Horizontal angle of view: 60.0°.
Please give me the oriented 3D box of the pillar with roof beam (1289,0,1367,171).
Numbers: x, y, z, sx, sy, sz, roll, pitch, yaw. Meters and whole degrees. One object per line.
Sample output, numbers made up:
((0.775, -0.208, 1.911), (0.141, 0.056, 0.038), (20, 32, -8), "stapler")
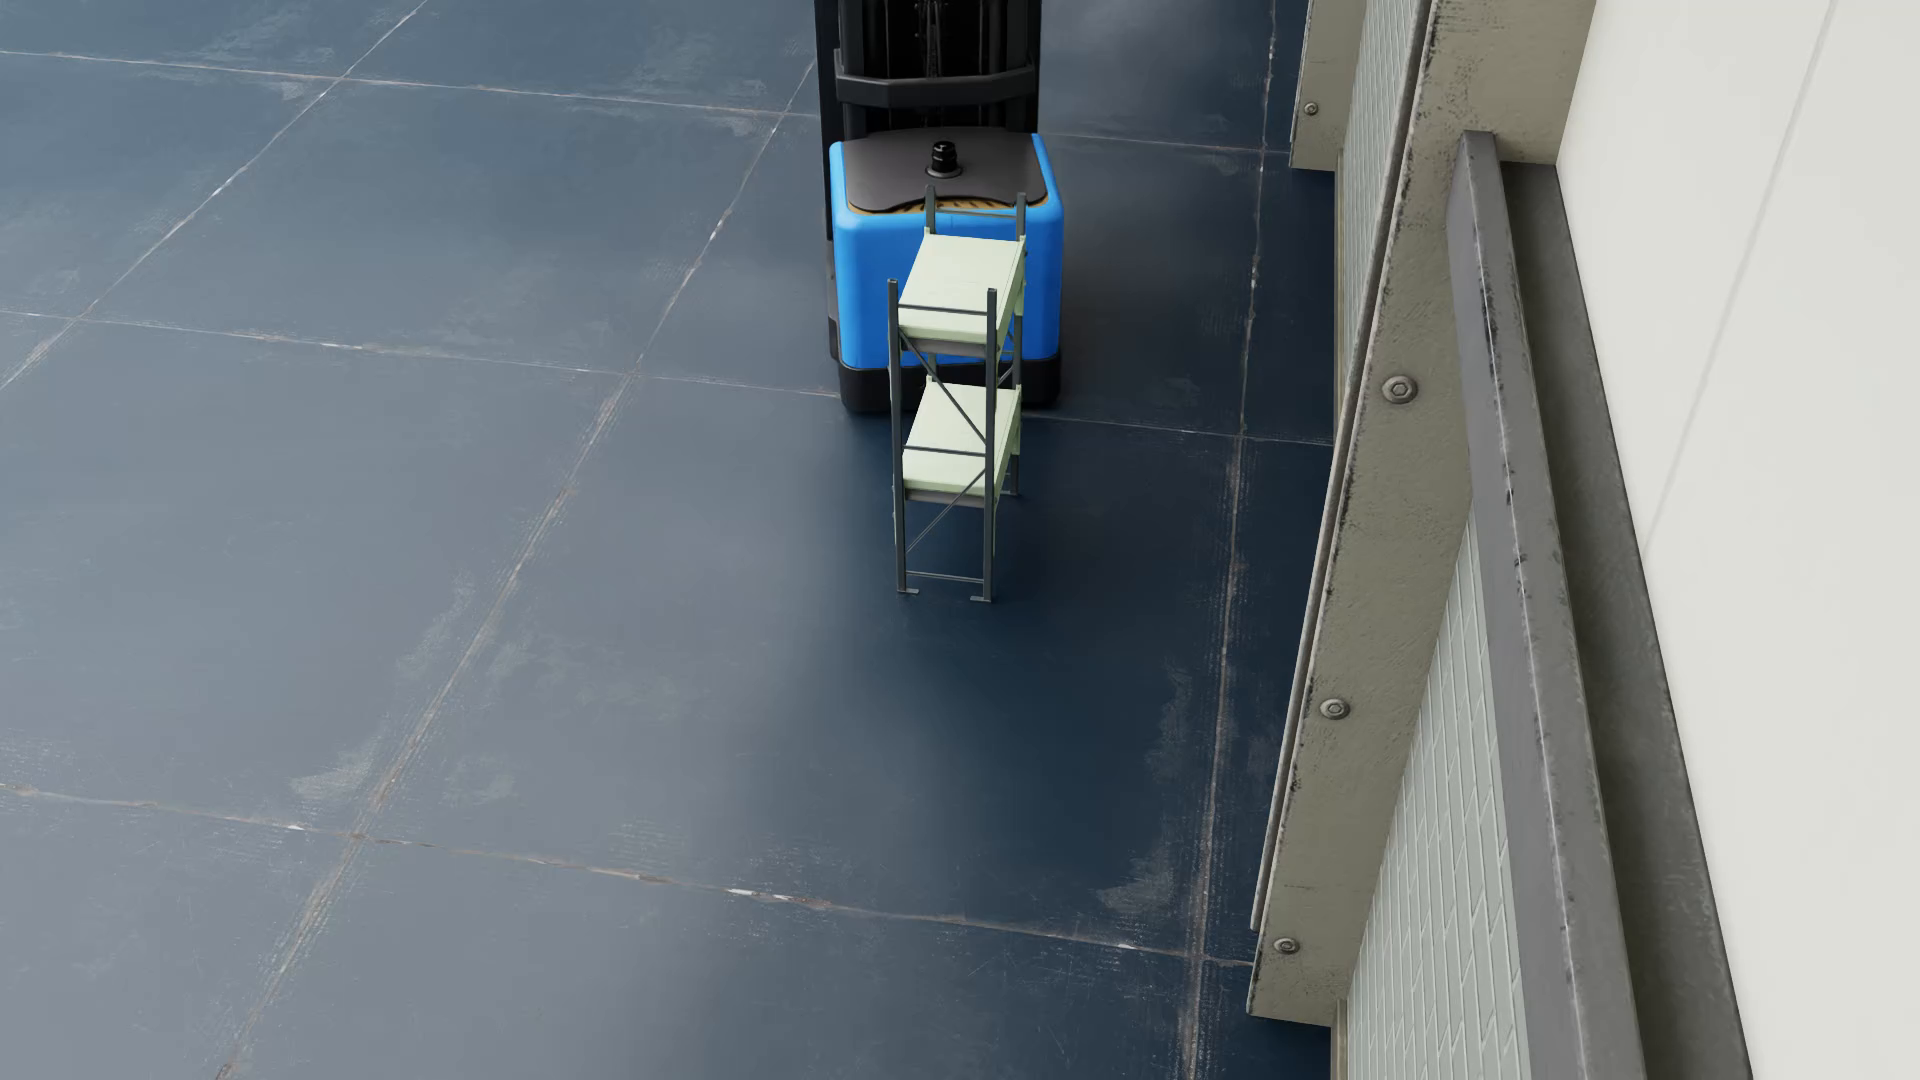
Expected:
((-2.087, -6.279, 7.782), (9.100, 9.000, 0.400), (6, 40, 8), "pillar with roof beam")

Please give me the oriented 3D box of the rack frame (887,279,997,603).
((-0.064, -0.344, 6.489), (0.400, 1.500, 0.023), (6, 40, 8), "rack frame")

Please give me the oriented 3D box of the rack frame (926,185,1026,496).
((0.062, -0.804, 7.045), (0.400, 1.500, 0.023), (6, 40, 8), "rack frame")

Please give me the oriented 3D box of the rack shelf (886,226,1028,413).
((-0.001, -0.875, 6.518), (0.431, 0.370, 0.720), (6, 40, 8), "rack shelf")

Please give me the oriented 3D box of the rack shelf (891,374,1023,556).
((-0.001, -0.323, 6.975), (0.431, 0.370, 0.720), (6, 40, 8), "rack shelf")

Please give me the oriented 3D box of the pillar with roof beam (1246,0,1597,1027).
((-3.125, -2.513, 3.227), (9.100, 9.000, 0.400), (6, 40, 8), "pillar with roof beam")

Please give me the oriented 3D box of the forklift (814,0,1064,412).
((-0.178, -2.664, 8.171), (1.130, 2.935, 3.031), (-4, 40, -4), "forklift")

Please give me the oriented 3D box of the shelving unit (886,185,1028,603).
((-0.001, -0.574, 6.767), (0.431, 1.500, 0.755), (6, 40, 8), "shelving unit")
